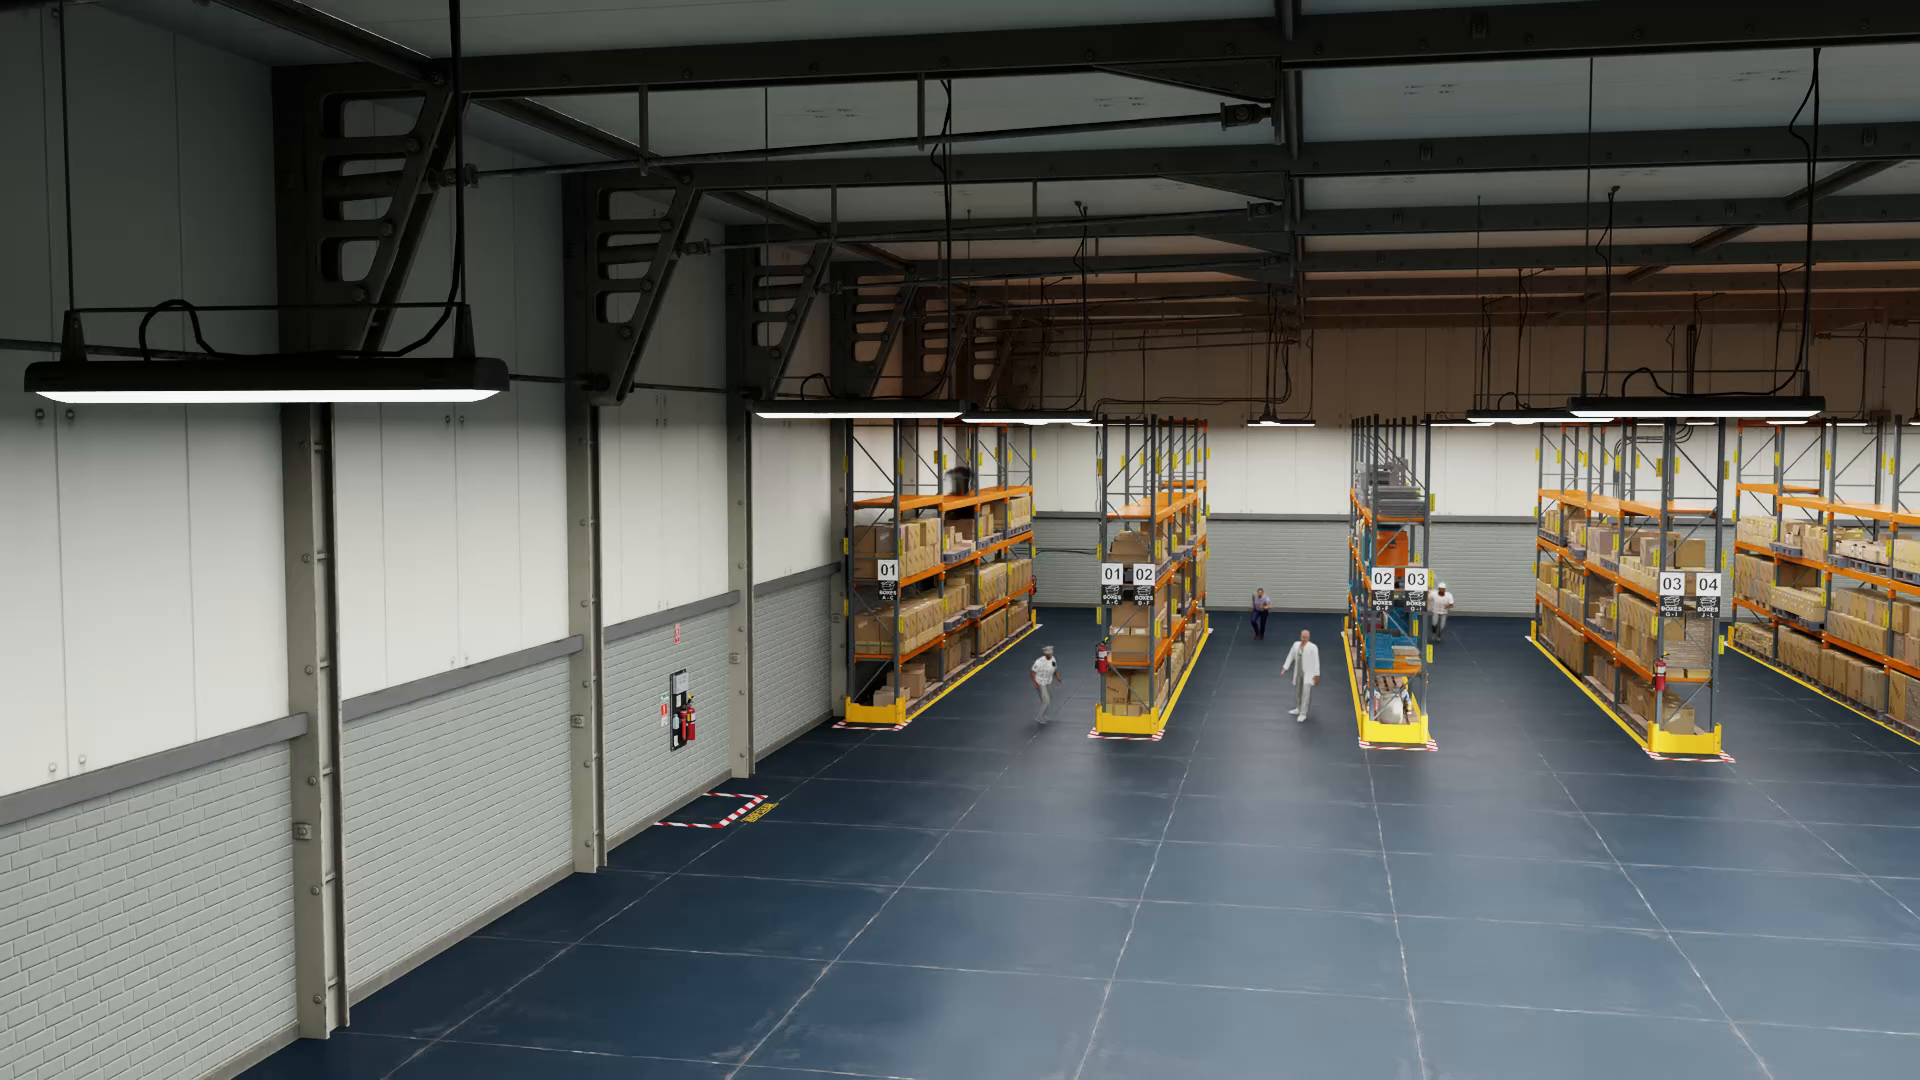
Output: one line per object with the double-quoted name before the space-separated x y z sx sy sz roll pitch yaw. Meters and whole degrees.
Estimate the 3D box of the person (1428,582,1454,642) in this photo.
"person" 12.821 1.938 44.500 0.735 1.626 0.888 1 4 13

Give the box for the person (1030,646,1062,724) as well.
"person" 1.634 2.826 32.397 0.706 1.580 0.620 4 5 44

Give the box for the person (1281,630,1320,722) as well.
"person" 6.768 2.644 32.932 0.763 1.750 0.832 4 5 44

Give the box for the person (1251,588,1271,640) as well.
"person" 8.173 1.979 45.074 0.609 1.440 1.078 2 4 22
